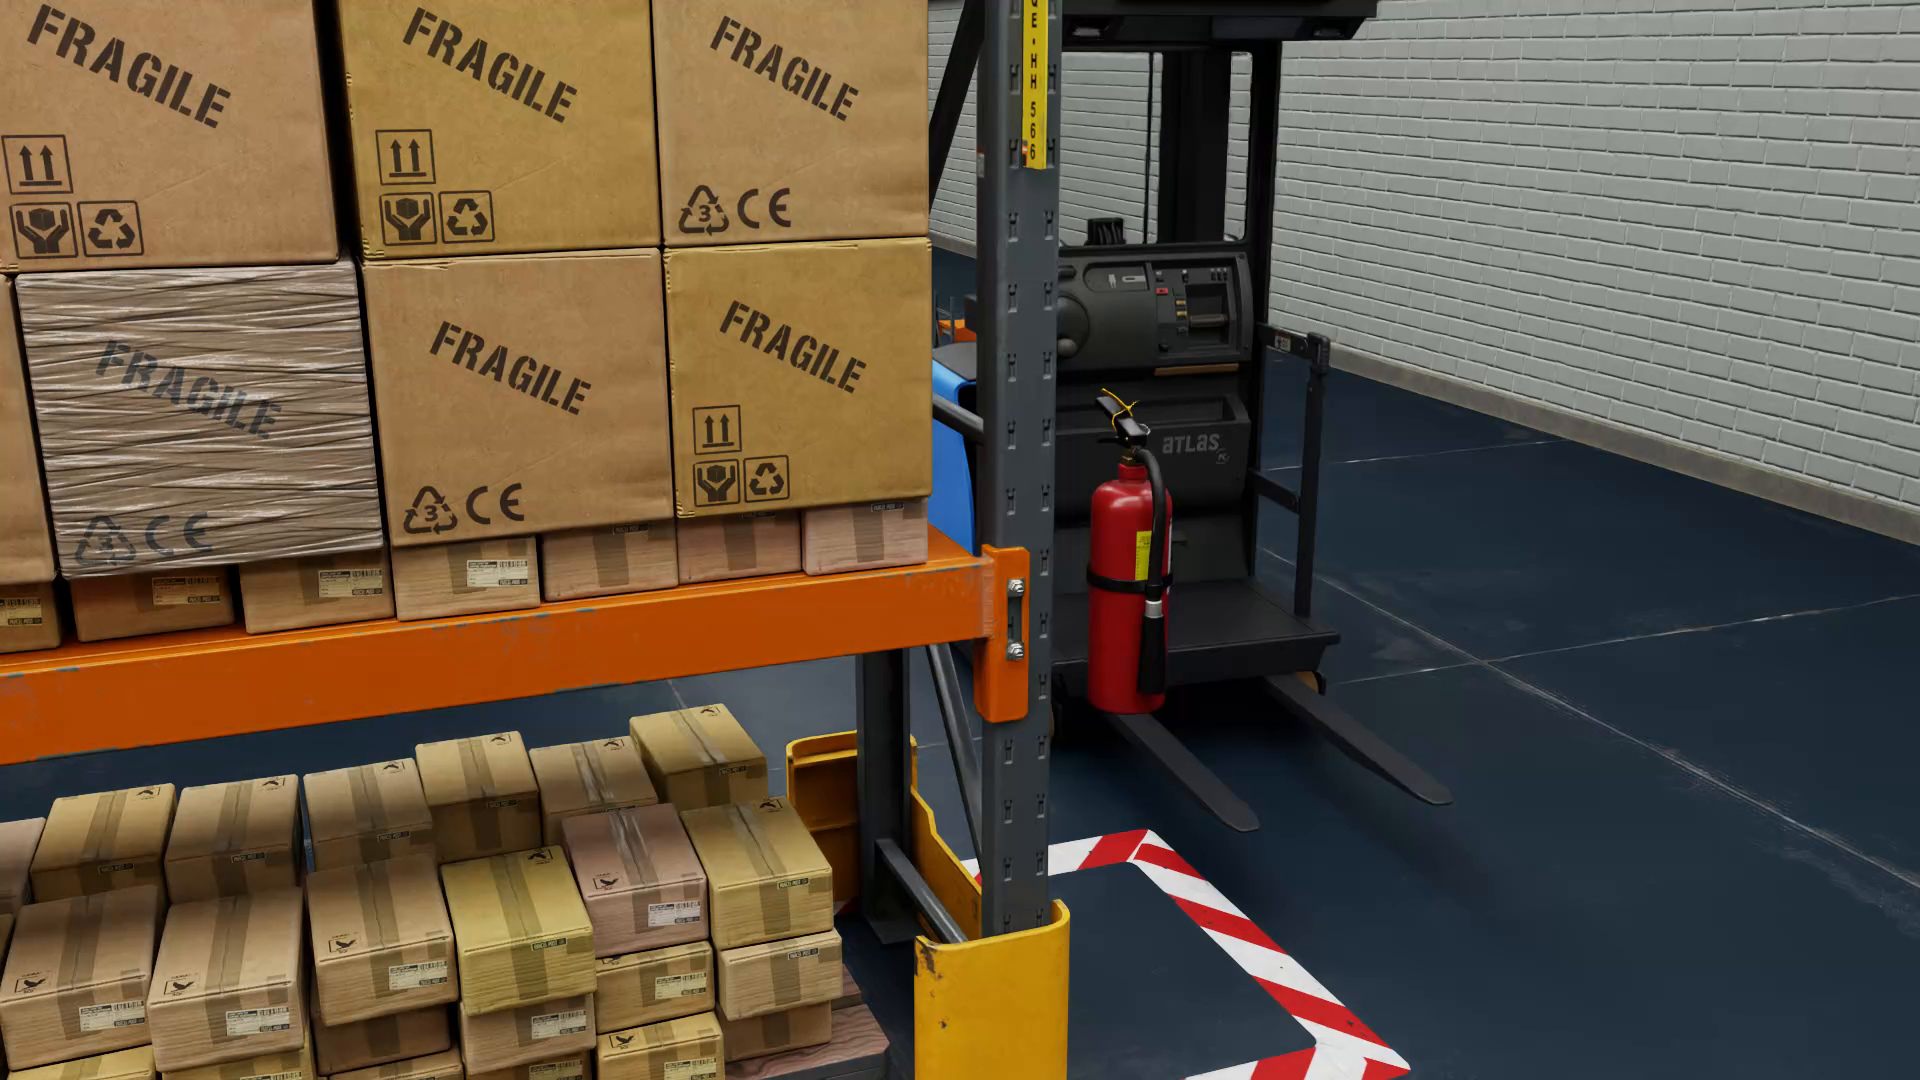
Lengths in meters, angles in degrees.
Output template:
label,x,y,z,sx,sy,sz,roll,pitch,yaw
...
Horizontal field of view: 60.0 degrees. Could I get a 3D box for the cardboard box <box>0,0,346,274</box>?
label,x,y,z,sx,sy,sz,roll,pitch,yaw
cardboard box,-1.337,-0.741,2.817,0.500,0.500,0.500,-5,17,-17

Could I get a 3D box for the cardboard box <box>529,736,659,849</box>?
label,x,y,z,sx,sy,sz,roll,pitch,yaw
cardboard box,-0.868,0.616,3.935,0.250,0.149,0.380,-6,17,-19

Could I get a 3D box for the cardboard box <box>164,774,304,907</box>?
label,x,y,z,sx,sy,sz,roll,pitch,yaw
cardboard box,-1.613,0.680,3.717,0.250,0.149,0.380,-5,17,-18

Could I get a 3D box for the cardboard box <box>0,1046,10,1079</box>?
label,x,y,z,sx,sy,sz,roll,pitch,yaw
cardboard box,-1.890,1.029,3.058,0.250,0.149,0.380,-6,17,-20

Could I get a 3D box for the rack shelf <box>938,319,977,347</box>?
label,x,y,z,sx,sy,sz,roll,pitch,yaw
rack shelf,0.155,-0.969,7.875,0.480,0.148,0.258,-6,17,-20

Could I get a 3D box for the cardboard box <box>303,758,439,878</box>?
label,x,y,z,sx,sy,sz,roll,pitch,yaw
cardboard box,-1.351,0.655,3.804,0.250,0.149,0.380,-7,18,-23

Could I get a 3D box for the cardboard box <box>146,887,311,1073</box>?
label,x,y,z,sx,sy,sz,roll,pitch,yaw
cardboard box,-1.393,0.834,3.192,0.250,0.149,0.380,-5,17,-18

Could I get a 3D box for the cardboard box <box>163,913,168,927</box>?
label,x,y,z,sx,sy,sz,roll,pitch,yaw
cardboard box,-1.827,0.869,3.601,0.250,0.149,0.380,-5,17,-17

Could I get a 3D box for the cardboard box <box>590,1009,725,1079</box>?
label,x,y,z,sx,sy,sz,roll,pitch,yaw
cardboard box,-0.664,1.039,3.550,0.250,0.149,0.380,-6,17,-18

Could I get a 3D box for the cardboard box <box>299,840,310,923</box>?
label,x,y,z,sx,sy,sz,roll,pitch,yaw
cardboard box,-1.589,0.831,3.731,0.250,0.149,0.380,-7,18,-23

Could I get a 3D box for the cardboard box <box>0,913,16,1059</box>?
label,x,y,z,sx,sy,sz,roll,pitch,yaw
cardboard box,-1.914,0.865,3.086,0.250,0.149,0.380,-6,17,-20

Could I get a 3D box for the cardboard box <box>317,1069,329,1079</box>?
label,x,y,z,sx,sy,sz,roll,pitch,yaw
cardboard box,-1.383,1.114,3.296,0.250,0.149,0.380,-7,18,-23

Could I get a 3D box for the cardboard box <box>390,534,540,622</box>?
label,x,y,z,sx,sy,sz,roll,pitch,yaw
cardboard box,-0.950,0.016,3.165,0.250,0.149,0.380,-6,17,-19

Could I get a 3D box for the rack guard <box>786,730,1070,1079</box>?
label,x,y,z,sx,sy,sz,roll,pitch,yaw
rack guard,-0.114,0.919,4.080,0.348,0.500,1.175,-6,17,-20

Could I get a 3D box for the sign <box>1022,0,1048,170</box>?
label,x,y,z,sx,sy,sz,roll,pitch,yaw
sign,0.137,-0.847,3.042,0.005,0.325,0.100,-6,17,-20

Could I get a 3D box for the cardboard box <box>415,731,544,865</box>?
label,x,y,z,sx,sy,sz,roll,pitch,yaw
cardboard box,-1.149,0.608,3.963,0.250,0.149,0.380,-6,17,-20

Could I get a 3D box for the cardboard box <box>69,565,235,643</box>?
label,x,y,z,sx,sy,sz,roll,pitch,yaw
cardboard box,-1.480,0.047,3.061,0.250,0.149,0.380,-7,18,-22

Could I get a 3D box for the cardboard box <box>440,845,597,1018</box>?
label,x,y,z,sx,sy,sz,roll,pitch,yaw
cardboard box,-0.898,0.783,3.367,0.250,0.149,0.380,-7,18,-21

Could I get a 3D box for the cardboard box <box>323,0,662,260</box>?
label,x,y,z,sx,sy,sz,roll,pitch,yaw
cardboard box,-0.854,-0.795,3.003,0.500,0.500,0.500,-7,18,-22

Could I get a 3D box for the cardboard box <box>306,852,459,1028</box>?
label,x,y,z,sx,sy,sz,roll,pitch,yaw
cardboard box,-1.162,0.792,3.334,0.250,0.149,0.380,-7,18,-22

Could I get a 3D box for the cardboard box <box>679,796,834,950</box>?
label,x,y,z,sx,sy,sz,roll,pitch,yaw
cardboard box,-0.446,0.713,3.604,0.250,0.149,0.380,-6,17,-19

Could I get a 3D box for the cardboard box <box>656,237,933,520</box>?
label,x,y,z,sx,sy,sz,roll,pitch,yaw
cardboard box,-0.370,-0.365,3.313,0.500,0.500,0.500,-6,17,-19

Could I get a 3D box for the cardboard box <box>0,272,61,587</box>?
label,x,y,z,sx,sy,sz,roll,pitch,yaw
cardboard box,-1.792,-0.214,2.796,0.500,0.500,0.500,-5,17,-17

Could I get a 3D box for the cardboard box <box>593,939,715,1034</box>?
label,x,y,z,sx,sy,sz,roll,pitch,yaw
cardboard box,-0.697,0.876,3.576,0.250,0.149,0.380,-7,18,-21

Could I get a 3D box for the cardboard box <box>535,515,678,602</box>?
label,x,y,z,sx,sy,sz,roll,pitch,yaw
cardboard box,-0.720,-0.015,3.273,0.250,0.149,0.380,-6,18,-21

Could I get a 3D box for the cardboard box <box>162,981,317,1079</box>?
label,x,y,z,sx,sy,sz,roll,pitch,yaw
cardboard box,-1.397,0.973,3.249,0.250,0.149,0.380,-6,17,-19

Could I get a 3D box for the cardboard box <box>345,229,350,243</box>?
label,x,y,z,sx,sy,sz,roll,pitch,yaw
cardboard box,-1.052,-0.445,3.585,0.500,0.500,0.500,-6,17,-20

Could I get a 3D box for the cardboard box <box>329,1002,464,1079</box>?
label,x,y,z,sx,sy,sz,roll,pitch,yaw
cardboard box,-1.167,1.072,3.440,0.250,0.149,0.380,-6,17,-20

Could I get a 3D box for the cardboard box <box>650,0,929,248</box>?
label,x,y,z,sx,sy,sz,roll,pitch,yaw
cardboard box,-0.381,-0.847,3.177,0.500,0.500,0.500,-7,18,-21

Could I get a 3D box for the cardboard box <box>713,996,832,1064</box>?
label,x,y,z,sx,sy,sz,roll,pitch,yaw
cardboard box,-0.460,0.987,3.729,0.250,0.149,0.380,-6,17,-19

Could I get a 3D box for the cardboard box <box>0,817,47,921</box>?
label,x,y,z,sx,sy,sz,roll,pitch,yaw
cardboard box,-2.076,0.745,3.496,0.250,0.149,0.380,-6,17,-20

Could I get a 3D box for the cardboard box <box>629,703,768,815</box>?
label,x,y,z,sx,sy,sz,roll,pitch,yaw
cardboard box,-0.654,0.557,4.137,0.250,0.149,0.380,-7,18,-23

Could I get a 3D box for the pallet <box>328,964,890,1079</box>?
label,x,y,z,sx,sy,sz,roll,pitch,yaw
pallet,-0.885,1.131,3.874,1.213,0.211,1.003,-6,17,-20

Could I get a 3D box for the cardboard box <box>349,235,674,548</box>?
label,x,y,z,sx,sy,sz,roll,pitch,yaw
cardboard box,-0.853,-0.315,3.141,0.500,0.500,0.500,-6,18,-21

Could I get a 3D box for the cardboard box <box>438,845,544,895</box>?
label,x,y,z,sx,sy,sz,roll,pitch,yaw
cardboard box,-1.097,0.782,3.898,0.250,0.149,0.380,-6,17,-19

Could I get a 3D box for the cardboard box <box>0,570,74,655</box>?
label,x,y,z,sx,sy,sz,roll,pitch,yaw
cardboard box,-1.722,0.078,2.955,0.250,0.149,0.380,-6,17,-19

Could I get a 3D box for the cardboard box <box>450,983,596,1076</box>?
label,x,y,z,sx,sy,sz,roll,pitch,yaw
cardboard box,-0.918,0.917,3.438,0.250,0.149,0.380,-7,18,-22

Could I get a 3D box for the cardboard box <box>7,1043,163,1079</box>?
label,x,y,z,sx,sy,sz,roll,pitch,yaw
cardboard box,-1.643,0.994,3.177,0.250,0.149,0.380,-5,17,-17

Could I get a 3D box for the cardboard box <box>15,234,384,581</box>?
label,x,y,z,sx,sy,sz,roll,pitch,yaw
cardboard box,-1.323,-0.261,2.958,0.500,0.500,0.500,-6,17,-20

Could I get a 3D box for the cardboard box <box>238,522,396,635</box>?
label,x,y,z,sx,sy,sz,roll,pitch,yaw
cardboard box,-1.207,0.035,3.100,0.250,0.149,0.380,-7,18,-23

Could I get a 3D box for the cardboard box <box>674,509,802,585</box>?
label,x,y,z,sx,sy,sz,roll,pitch,yaw
cardboard box,-0.492,-0.045,3.373,0.250,0.149,0.380,-6,17,-20

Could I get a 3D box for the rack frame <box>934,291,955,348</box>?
label,x,y,z,sx,sy,sz,roll,pitch,yaw
rack frame,-0.073,-0.568,7.902,0.015,1.200,0.240,-6,17,-20

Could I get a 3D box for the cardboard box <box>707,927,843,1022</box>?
label,x,y,z,sx,sy,sz,roll,pitch,yaw
cardboard box,-0.433,0.864,3.618,0.250,0.149,0.380,-7,18,-22

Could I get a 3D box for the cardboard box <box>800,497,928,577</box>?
label,x,y,z,sx,sy,sz,roll,pitch,yaw
cardboard box,-0.246,-0.060,3.424,0.250,0.149,0.380,-6,17,-20

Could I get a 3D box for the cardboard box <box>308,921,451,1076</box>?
label,x,y,z,sx,sy,sz,roll,pitch,yaw
cardboard box,-1.206,0.917,3.438,0.250,0.149,0.380,-6,18,-21

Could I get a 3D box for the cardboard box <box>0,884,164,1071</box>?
label,x,y,z,sx,sy,sz,roll,pitch,yaw
cardboard box,-1.679,0.832,3.201,0.250,0.149,0.380,-7,18,-22

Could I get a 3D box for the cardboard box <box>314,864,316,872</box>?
label,x,y,z,sx,sy,sz,roll,pitch,yaw
cardboard box,-1.375,0.779,3.907,0.250,0.149,0.380,-6,17,-18

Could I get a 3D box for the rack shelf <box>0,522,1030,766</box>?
label,x,y,z,sx,sy,sz,roll,pitch,yaw
rack shelf,-1.910,0.259,3.169,4.000,0.370,1.077,-6,17,-20

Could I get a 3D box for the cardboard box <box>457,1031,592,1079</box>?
label,x,y,z,sx,sy,sz,roll,pitch,yaw
cardboard box,-0.941,1.043,3.537,0.250,0.149,0.380,-6,17,-20

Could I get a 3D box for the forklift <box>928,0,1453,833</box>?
label,x,y,z,sx,sy,sz,roll,pitch,yaw
forklift,0.664,-0.826,5.709,1.130,2.935,3.031,-5,17,-16

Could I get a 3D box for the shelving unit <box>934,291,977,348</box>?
label,x,y,z,sx,sy,sz,roll,pitch,yaw
shelving unit,0.155,-0.592,7.986,0.503,1.200,0.258,-6,17,-20

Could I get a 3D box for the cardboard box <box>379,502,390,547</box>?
label,x,y,z,sx,sy,sz,roll,pitch,yaw
cardboard box,-1.149,-0.109,3.591,0.250,0.149,0.380,-5,17,-17

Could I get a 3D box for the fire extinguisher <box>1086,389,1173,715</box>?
label,x,y,z,sx,sy,sz,roll,pitch,yaw
fire extinguisher,0.358,0.024,3.491,0.183,0.674,0.296,-6,17,-20

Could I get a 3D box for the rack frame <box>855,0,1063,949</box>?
label,x,y,z,sx,sy,sz,roll,pitch,yaw
rack frame,-0.043,-0.288,3.754,0.127,3.000,1.000,-6,17,-20

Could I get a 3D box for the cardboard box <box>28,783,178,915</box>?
label,x,y,z,sx,sy,sz,roll,pitch,yaw
cardboard box,-1.875,0.695,3.668,0.250,0.149,0.380,-6,17,-19

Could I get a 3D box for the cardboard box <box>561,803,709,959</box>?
label,x,y,z,sx,sy,sz,roll,pitch,yaw
cardboard box,-0.702,0.724,3.569,0.250,0.149,0.380,-6,17,-19
